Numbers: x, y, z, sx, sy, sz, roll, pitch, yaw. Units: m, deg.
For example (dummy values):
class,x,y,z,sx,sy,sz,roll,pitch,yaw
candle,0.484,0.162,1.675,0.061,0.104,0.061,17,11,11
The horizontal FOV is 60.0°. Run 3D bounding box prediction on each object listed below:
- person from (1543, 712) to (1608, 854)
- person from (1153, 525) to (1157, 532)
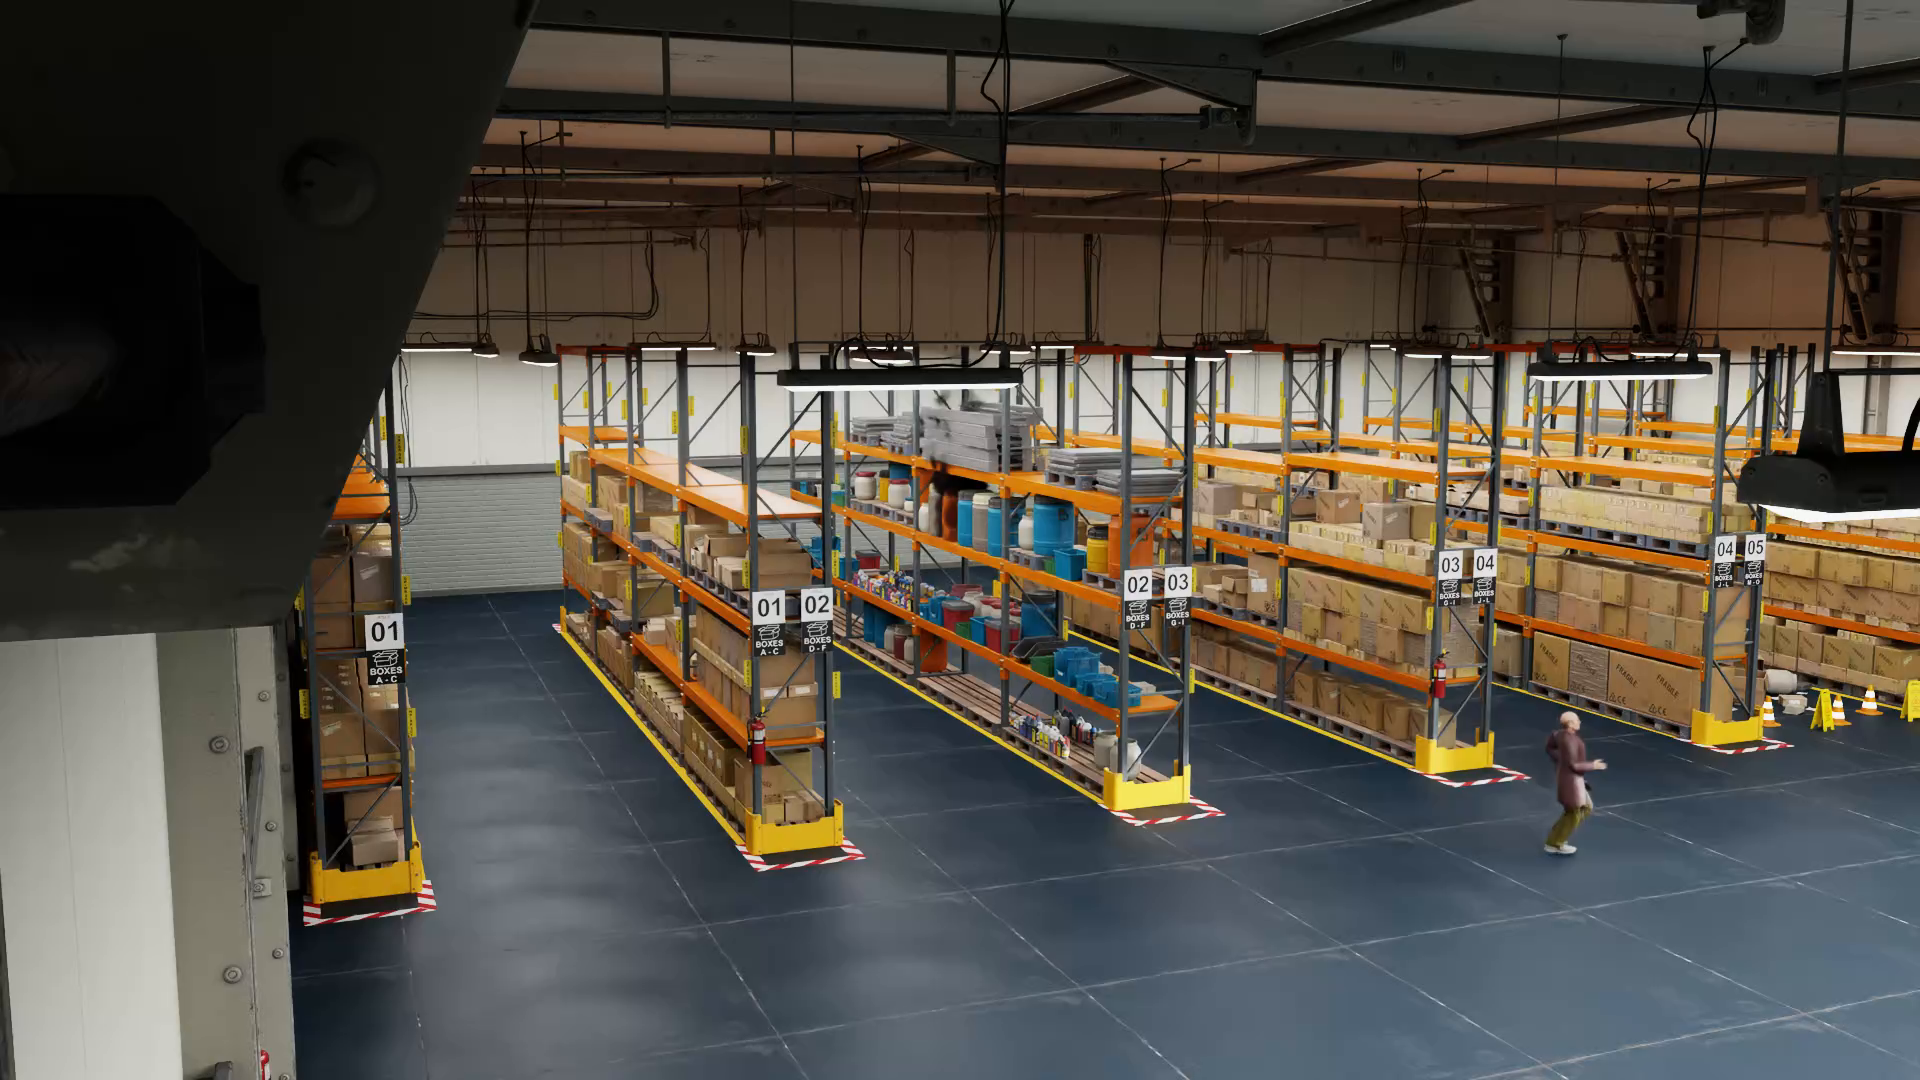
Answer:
class,x,y,z,sx,sy,sz,roll,pitch,yaw
person,7.404,2.929,20.007,0.671,1.762,0.694,1,7,11
person,4.432,0.449,39.538,0.712,1.720,0.655,0,7,0
